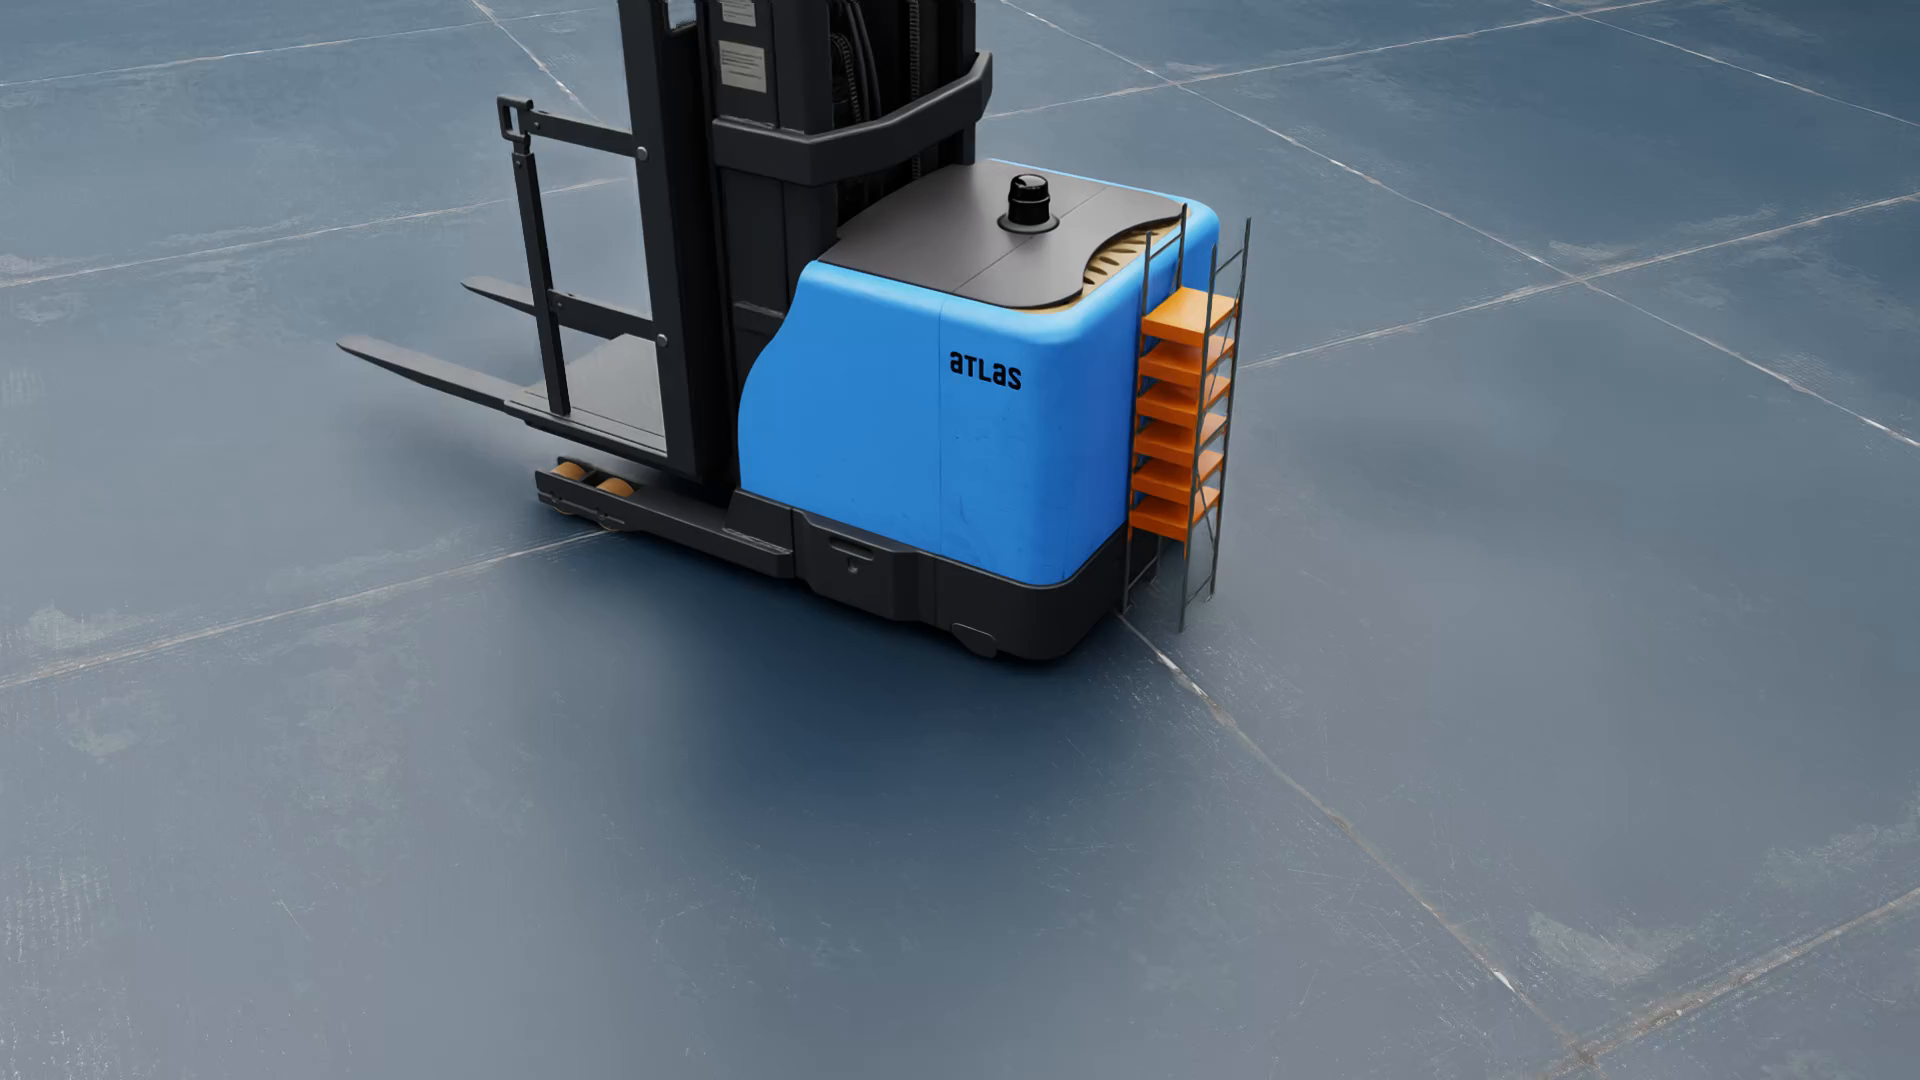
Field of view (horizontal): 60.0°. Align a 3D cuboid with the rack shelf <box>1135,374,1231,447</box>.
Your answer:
[{"bbox_3d":[0.620,-0.376,4.584,0.180,0.103,0.258,18,37,26],"label":"rack shelf"}]

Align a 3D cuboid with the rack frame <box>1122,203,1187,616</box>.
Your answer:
[{"bbox_3d":[0.541,-0.338,4.665,0.006,1.200,0.240,18,37,26],"label":"rack frame"}]

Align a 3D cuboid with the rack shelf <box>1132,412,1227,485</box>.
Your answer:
[{"bbox_3d":[0.620,-0.275,4.649,0.180,0.103,0.258,18,37,26],"label":"rack shelf"}]

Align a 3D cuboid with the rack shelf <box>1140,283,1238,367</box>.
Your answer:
[{"bbox_3d":[0.620,-0.578,4.455,0.180,0.103,0.258,18,37,26],"label":"rack shelf"}]

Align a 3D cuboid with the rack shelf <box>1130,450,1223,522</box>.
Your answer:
[{"bbox_3d":[0.620,-0.174,4.714,0.180,0.103,0.258,18,37,26],"label":"rack shelf"}]

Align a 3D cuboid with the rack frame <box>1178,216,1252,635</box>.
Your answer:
[{"bbox_3d":[0.698,-0.287,4.585,0.006,1.200,0.240,18,37,26],"label":"rack frame"}]

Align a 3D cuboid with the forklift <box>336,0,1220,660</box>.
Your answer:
[{"bbox_3d":[-0.767,-1.485,4.851,3.031,2.935,1.130,18,37,26],"label":"forklift"}]

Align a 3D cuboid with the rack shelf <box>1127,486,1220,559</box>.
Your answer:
[{"bbox_3d":[0.620,-0.073,4.778,0.180,0.103,0.258,18,37,26],"label":"rack shelf"}]

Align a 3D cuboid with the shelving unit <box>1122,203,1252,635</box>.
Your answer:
[{"bbox_3d":[0.620,-0.312,4.625,0.189,1.200,0.258,18,37,26],"label":"shelving unit"}]

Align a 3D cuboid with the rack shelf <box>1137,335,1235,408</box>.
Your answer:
[{"bbox_3d":[0.620,-0.477,4.520,0.180,0.103,0.258,18,37,26],"label":"rack shelf"}]
